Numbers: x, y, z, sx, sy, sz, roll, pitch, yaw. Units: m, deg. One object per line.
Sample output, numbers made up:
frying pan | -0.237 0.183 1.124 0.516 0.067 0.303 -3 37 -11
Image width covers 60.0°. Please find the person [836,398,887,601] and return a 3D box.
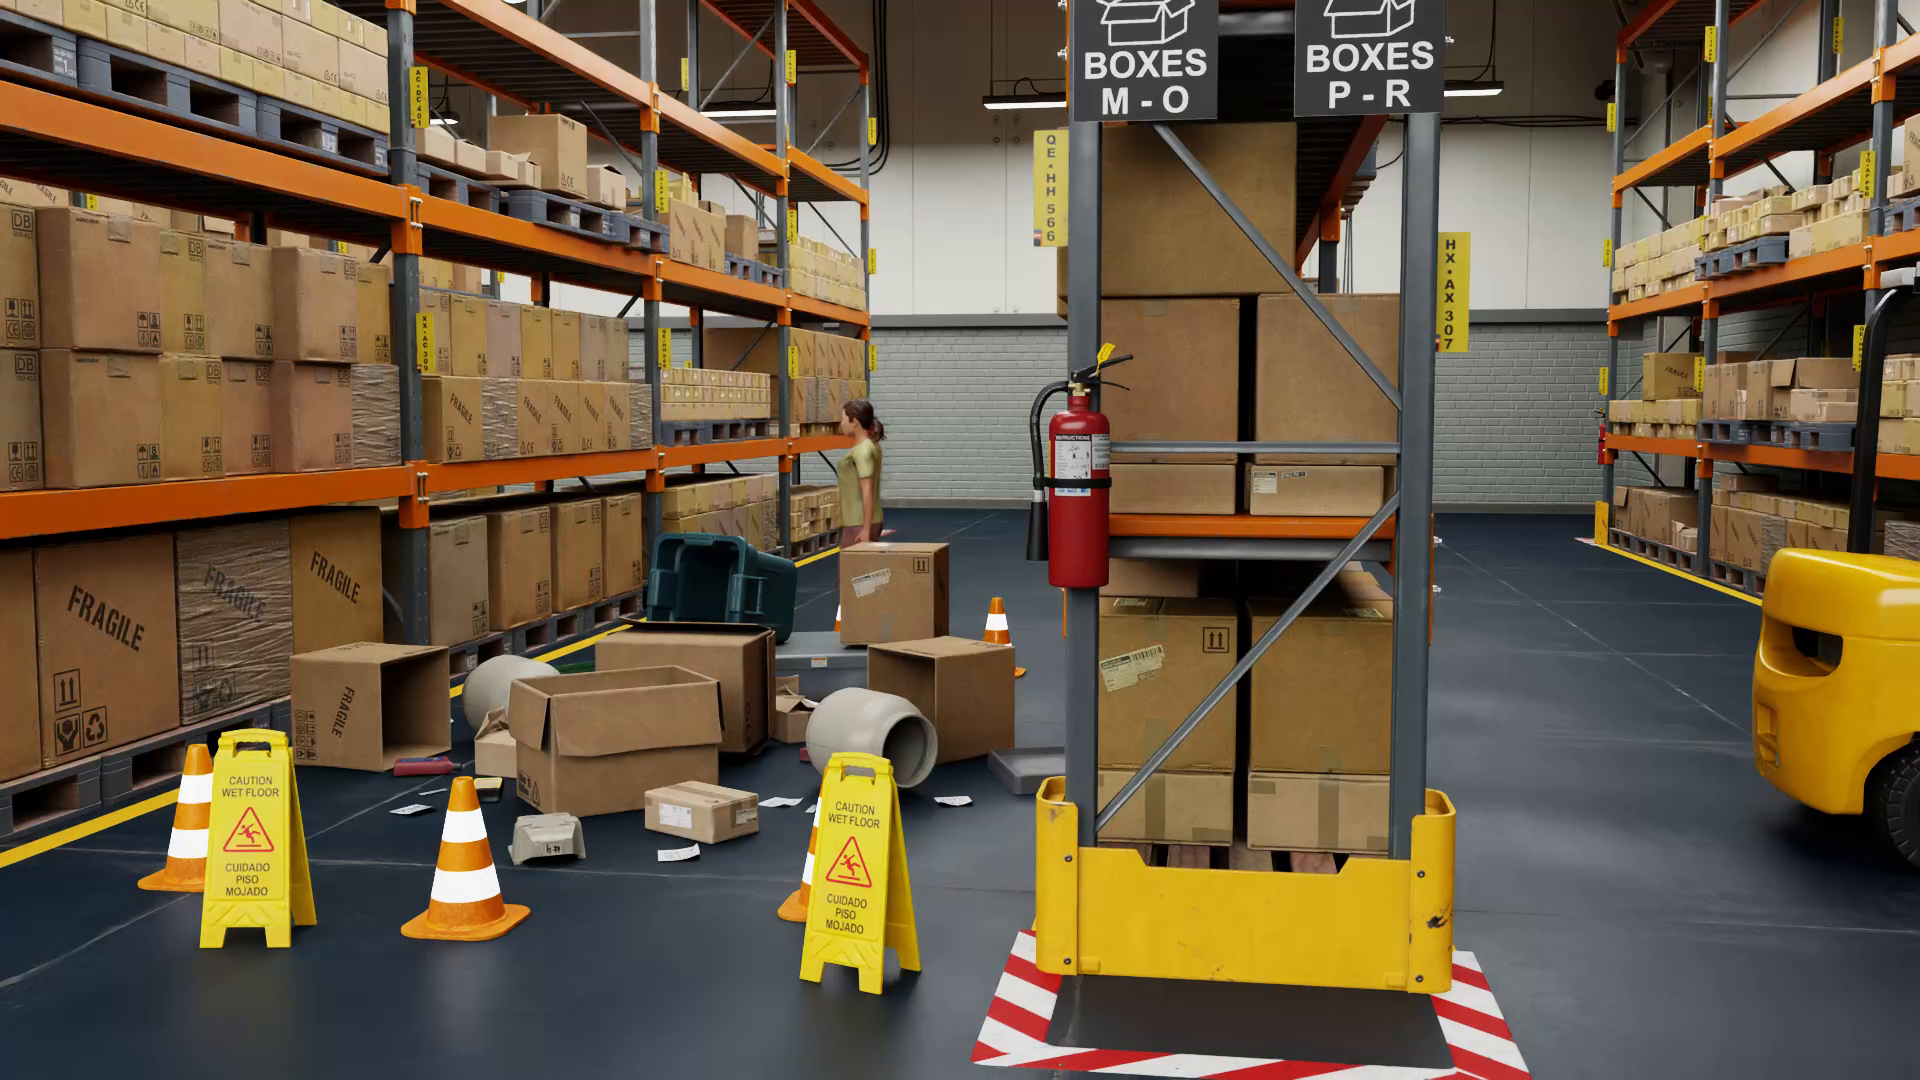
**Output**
person | -0.613 -0.075 10.643 0.517 1.665 0.459 1 5 8
